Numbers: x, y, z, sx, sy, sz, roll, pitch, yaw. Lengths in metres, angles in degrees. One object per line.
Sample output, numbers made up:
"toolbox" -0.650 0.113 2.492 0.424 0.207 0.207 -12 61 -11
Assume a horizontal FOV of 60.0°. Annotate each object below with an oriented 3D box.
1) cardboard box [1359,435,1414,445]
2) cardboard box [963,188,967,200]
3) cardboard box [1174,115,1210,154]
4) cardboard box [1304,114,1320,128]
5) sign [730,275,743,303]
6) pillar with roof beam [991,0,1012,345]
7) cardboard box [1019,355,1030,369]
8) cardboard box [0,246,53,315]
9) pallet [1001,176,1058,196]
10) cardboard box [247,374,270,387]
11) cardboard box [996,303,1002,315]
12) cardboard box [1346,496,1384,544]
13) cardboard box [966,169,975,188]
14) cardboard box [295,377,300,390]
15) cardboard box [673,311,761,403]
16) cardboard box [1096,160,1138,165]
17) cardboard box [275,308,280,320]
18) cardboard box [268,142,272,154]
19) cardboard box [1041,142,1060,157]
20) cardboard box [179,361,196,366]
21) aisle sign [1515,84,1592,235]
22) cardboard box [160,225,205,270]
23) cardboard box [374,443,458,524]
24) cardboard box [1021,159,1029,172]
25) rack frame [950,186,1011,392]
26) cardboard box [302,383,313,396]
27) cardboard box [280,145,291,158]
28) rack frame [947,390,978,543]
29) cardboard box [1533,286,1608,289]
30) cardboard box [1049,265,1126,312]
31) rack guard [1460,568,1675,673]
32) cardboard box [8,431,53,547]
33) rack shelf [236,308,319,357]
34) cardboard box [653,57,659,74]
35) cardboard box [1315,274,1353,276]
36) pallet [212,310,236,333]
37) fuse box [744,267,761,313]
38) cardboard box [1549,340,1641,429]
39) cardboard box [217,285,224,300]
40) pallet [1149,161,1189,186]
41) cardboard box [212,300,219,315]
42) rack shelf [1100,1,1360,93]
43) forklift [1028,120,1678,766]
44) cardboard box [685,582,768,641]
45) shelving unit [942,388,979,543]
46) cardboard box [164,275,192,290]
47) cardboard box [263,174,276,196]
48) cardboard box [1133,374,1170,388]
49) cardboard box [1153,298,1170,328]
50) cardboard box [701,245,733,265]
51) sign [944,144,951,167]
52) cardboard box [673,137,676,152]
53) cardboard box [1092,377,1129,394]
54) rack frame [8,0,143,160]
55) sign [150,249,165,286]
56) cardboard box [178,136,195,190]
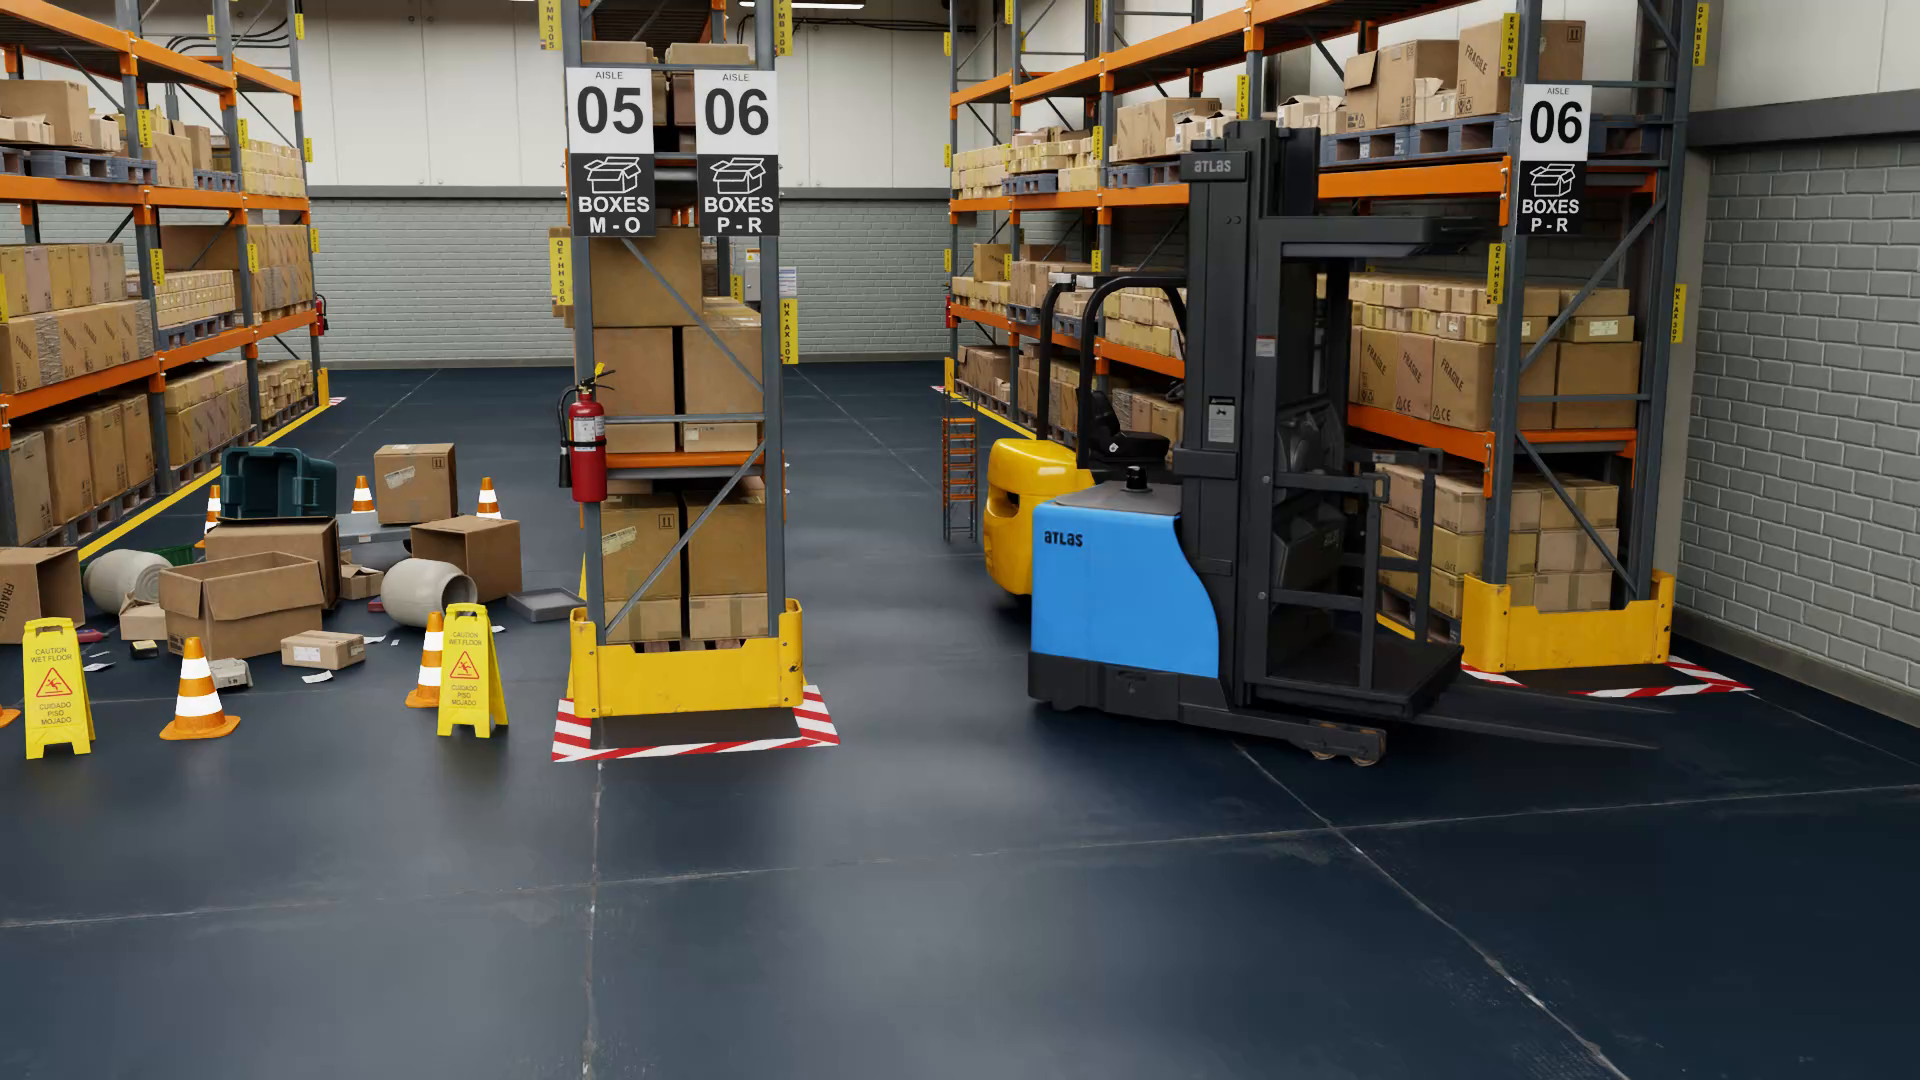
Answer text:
"cardboard box" 3.173 -0.598 11.873 0.500 0.250 0.500 -2 11 -11
"cardboard box" 0.247 -4.860 23.358 0.380 0.149 0.250 -2 11 -10
"cardboard box" 2.160 -3.470 14.231 0.500 0.311 0.500 -3 11 -13
"cardboard box" 2.628 -2.892 11.625 0.380 0.149 0.250 -2 11 -9
"sign" -1.648 -1.785 12.240 0.100 0.325 0.005 -2 11 -11
"pillar with roof beam" -3.508 -7.039 26.112 9.100 9.000 0.548 -2 11 -11
"cardboard box" 0.942 -2.209 20.608 0.380 0.149 0.250 -2 11 -8
"cardboard box" -7.317 -1.959 12.523 0.700 0.500 0.500 -2 11 -11
"pallet" 1.192 -4.247 19.966 1.213 0.211 1.003 -2 11 -11
"cardboard box" -8.600 -1.921 20.176 0.380 0.149 0.250 -2 11 -12
"cardboard box" 0.678 -3.007 21.645 0.380 0.149 0.250 -2 11 -10
"cardboard box" 2.858 -0.152 10.866 0.500 0.250 0.500 -2 11 -12
"cardboard box" 0.380 -4.989 22.969 0.500 0.250 0.500 -2 11 -13
"cardboard box" -8.750 -2.017 21.478 0.380 0.149 0.250 -2 11 -10
"cardboard box" -1.425 -1.086 9.817 0.500 0.500 0.500 -2 11 -12
"cardboard box" 1.606 -3.906 17.008 0.380 0.149 0.250 -2 11 -10
"cardboard box" -8.608 -2.788 20.494 0.380 0.149 0.250 -2 11 -8
"cardboard box" -8.662 -4.802 20.377 0.380 0.149 0.250 -2 11 -13
"cardboard box" 1.119 -4.388 18.693 0.380 0.149 0.250 -2 11 -11
"cardboard box" -8.686 -1.809 18.237 0.500 0.250 0.500 -3 11 -14
"aisle sign" 3.192 -2.041 8.945 0.394 0.787 0.004 -2 11 -11
"cardboard box" -8.927 -3.371 19.146 0.500 0.500 0.500 -3 11 -13
"cardboard box" -3.919 -0.413 12.003 0.500 0.500 0.500 -2 11 -11
"cardboard box" 0.929 -4.383 19.459 0.380 0.149 0.250 -2 11 -10
"rack frame" 0.356 -3.721 24.725 1.000 3.000 0.127 -2 11 -11
"cardboard box" -8.892 -2.015 22.261 0.380 0.149 0.250 -2 11 -9
"cardboard box" -8.835 -4.992 21.378 0.380 0.149 0.250 -2 11 -10
"rack frame" 0.021 -0.570 12.982 0.240 1.200 0.006 -2 11 -11
"cardboard box" 3.621 -1.421 9.842 0.380 0.149 0.250 -2 11 -9
"cardboard box" 1.413 -2.804 18.505 0.797 0.503 0.637 -2 11 -12
"rack guard" 3.472 0.446 9.518 1.175 0.500 0.348 -2 11 -11
"cardboard box" -7.224 -0.352 11.918 1.050 0.750 0.750 -2 11 -11
"rack shelf" -8.960 -2.621 20.870 1.077 0.370 4.000 -2 11 -11
"cardboard box" -1.835 -2.542 9.046 0.380 0.149 0.250 -2 11 -11
"cardboard box" 2.658 -1.874 12.221 0.380 0.149 0.250 -2 11 -12
"pallet" -8.565 -2.368 18.129 1.003 0.211 1.213 -2 11 -11
"fuse box" -3.543 -3.990 29.583 0.539 1.711 0.414 -2 11 -11
"cardboard box" 3.644 -0.937 9.828 0.500 0.500 0.500 -2 11 -9
"cardboard box" -8.202 -2.677 17.993 0.380 0.149 0.250 -2 11 -9
"pallet" 2.352 -3.308 15.039 1.003 0.211 1.213 -2 11 -8
"cardboard box" -8.153 -2.486 17.782 0.380 0.149 0.250 -3 11 -14
"rack shelf" 2.300 -4.284 14.632 1.077 0.370 4.000 -2 11 -11
"forklift" 1.887 -0.507 8.022 3.031 2.935 1.130 6 12 29
"cardboard box" -1.286 0.381 9.403 0.500 0.250 0.500 -2 11 -11
"shelving unit" 0.003 -0.587 13.070 0.258 1.200 0.189 -2 11 -11
"cardboard box" -7.950 -2.582 16.698 0.380 0.149 0.250 -2 11 -9
"cardboard box" -8.590 -4.290 20.092 0.500 0.250 0.500 -2 11 -9
"cardboard box" 2.090 -1.708 17.973 0.380 0.149 0.250 -2 11 -9
"cardboard box" 2.063 -2.054 15.031 0.500 0.250 0.500 -2 11 -10
"cardboard box" -1.923 -2.158 12.593 0.380 0.149 0.250 -2 11 -11
"sign" -0.177 -5.604 24.259 0.100 0.325 0.005 -2 11 -11
"cardboard box" -1.431 -2.216 9.466 0.380 0.149 0.250 -2 11 -13
"cardboard box" 1.567 -1.632 17.577 0.380 0.149 0.250 -3 11 -14
"rack frame" -7.793 -4.821 14.460 1.000 3.000 0.127 -2 11 -11
"sign" -7.249 -2.464 15.022 0.100 0.325 0.005 -2 11 -11
"cardboard box" -7.849 -3.694 16.293 0.500 0.500 0.500 -2 11 -11
